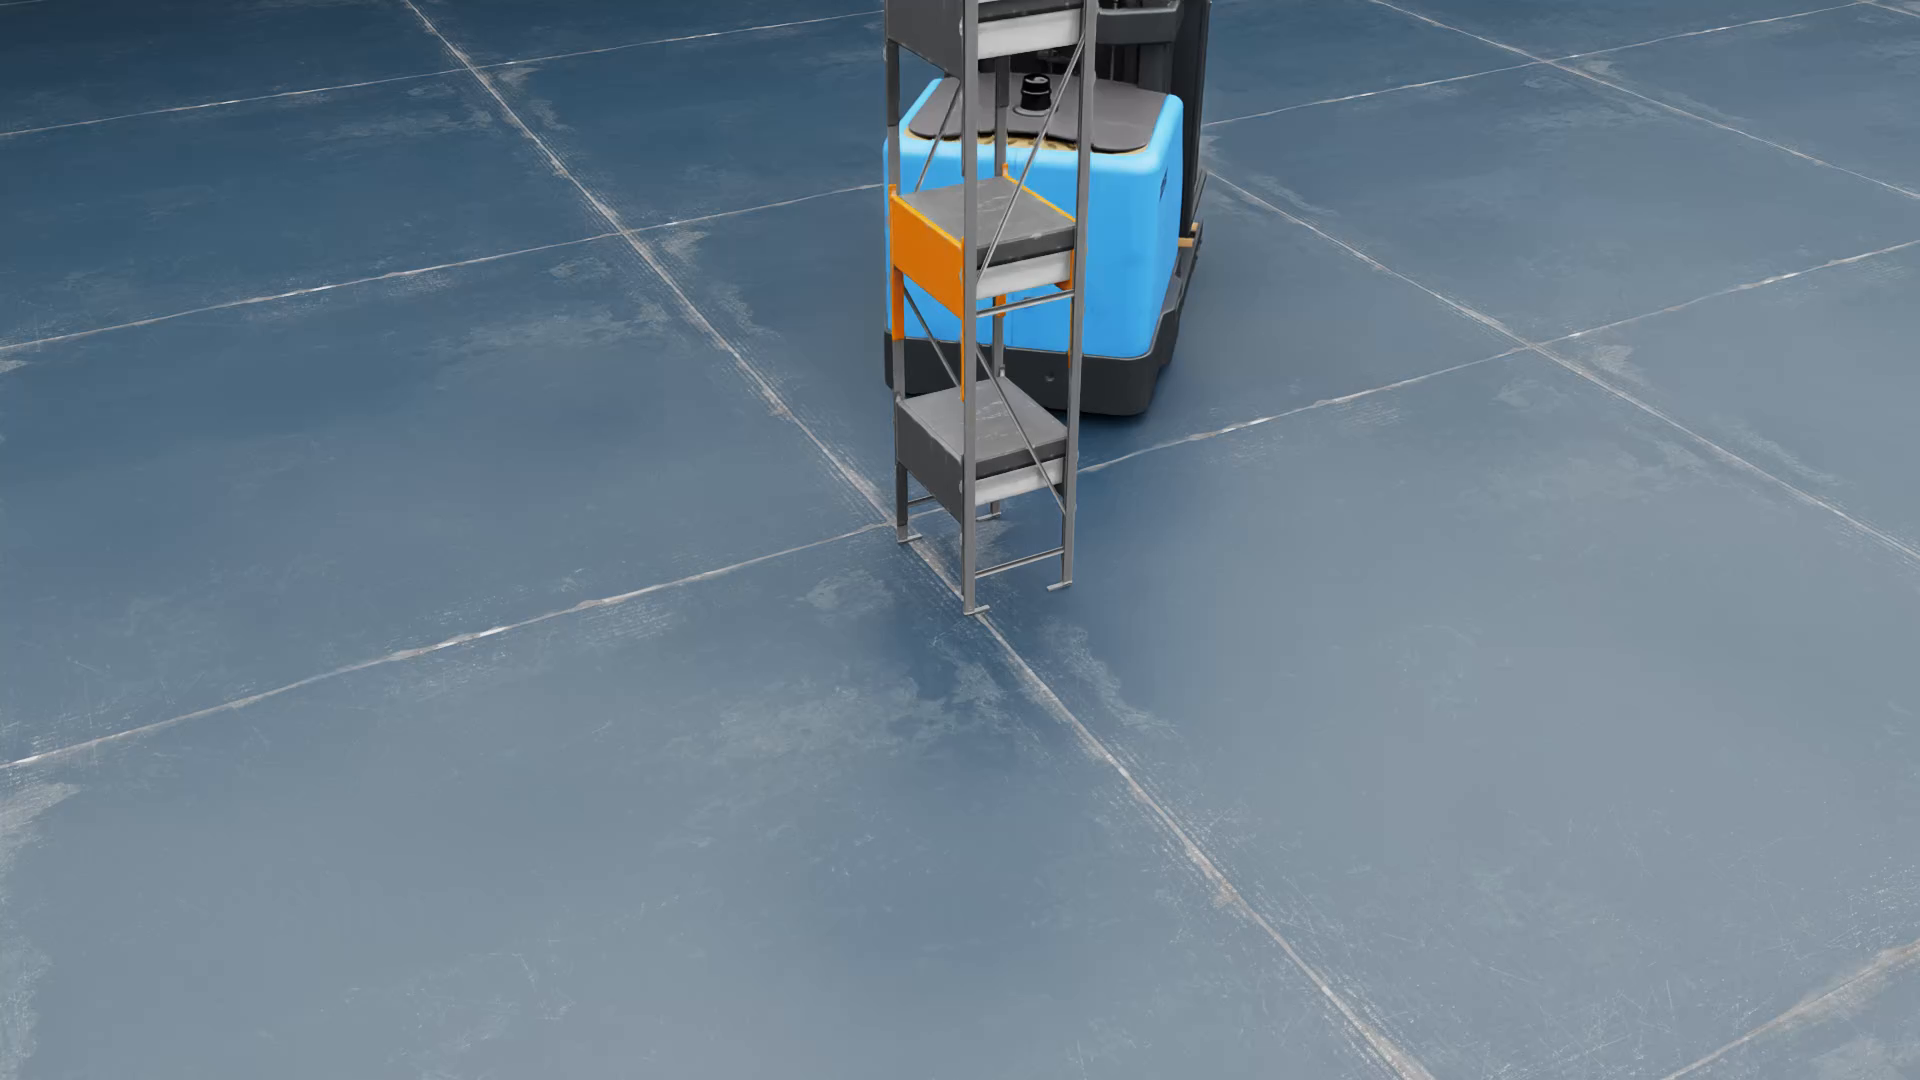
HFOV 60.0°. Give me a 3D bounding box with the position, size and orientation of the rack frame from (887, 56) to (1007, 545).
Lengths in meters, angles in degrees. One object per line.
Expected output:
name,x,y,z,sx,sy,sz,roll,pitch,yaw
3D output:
rack frame,-0.037,-0.922,5.242,0.400,2.100,0.015,-16,36,-23

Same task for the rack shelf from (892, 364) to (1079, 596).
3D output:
rack shelf,0.077,-0.204,5.445,0.431,0.518,0.480,-16,36,-23

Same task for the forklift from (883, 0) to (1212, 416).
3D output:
forklift,0.528,-2.496,6.928,1.130,2.935,3.031,7,33,11

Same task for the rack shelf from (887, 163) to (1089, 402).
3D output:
rack shelf,0.077,-0.794,5.068,0.431,0.518,0.480,-16,36,-23

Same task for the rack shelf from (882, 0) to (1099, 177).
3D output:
rack shelf,0.077,-1.383,4.690,0.431,0.518,0.480,-16,36,-23

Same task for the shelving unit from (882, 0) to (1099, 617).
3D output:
shelving unit,0.077,-0.805,5.060,0.431,2.100,0.503,-16,36,-23

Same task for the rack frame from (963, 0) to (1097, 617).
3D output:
rack frame,0.191,-0.689,4.879,0.400,2.100,0.015,-16,36,-23
